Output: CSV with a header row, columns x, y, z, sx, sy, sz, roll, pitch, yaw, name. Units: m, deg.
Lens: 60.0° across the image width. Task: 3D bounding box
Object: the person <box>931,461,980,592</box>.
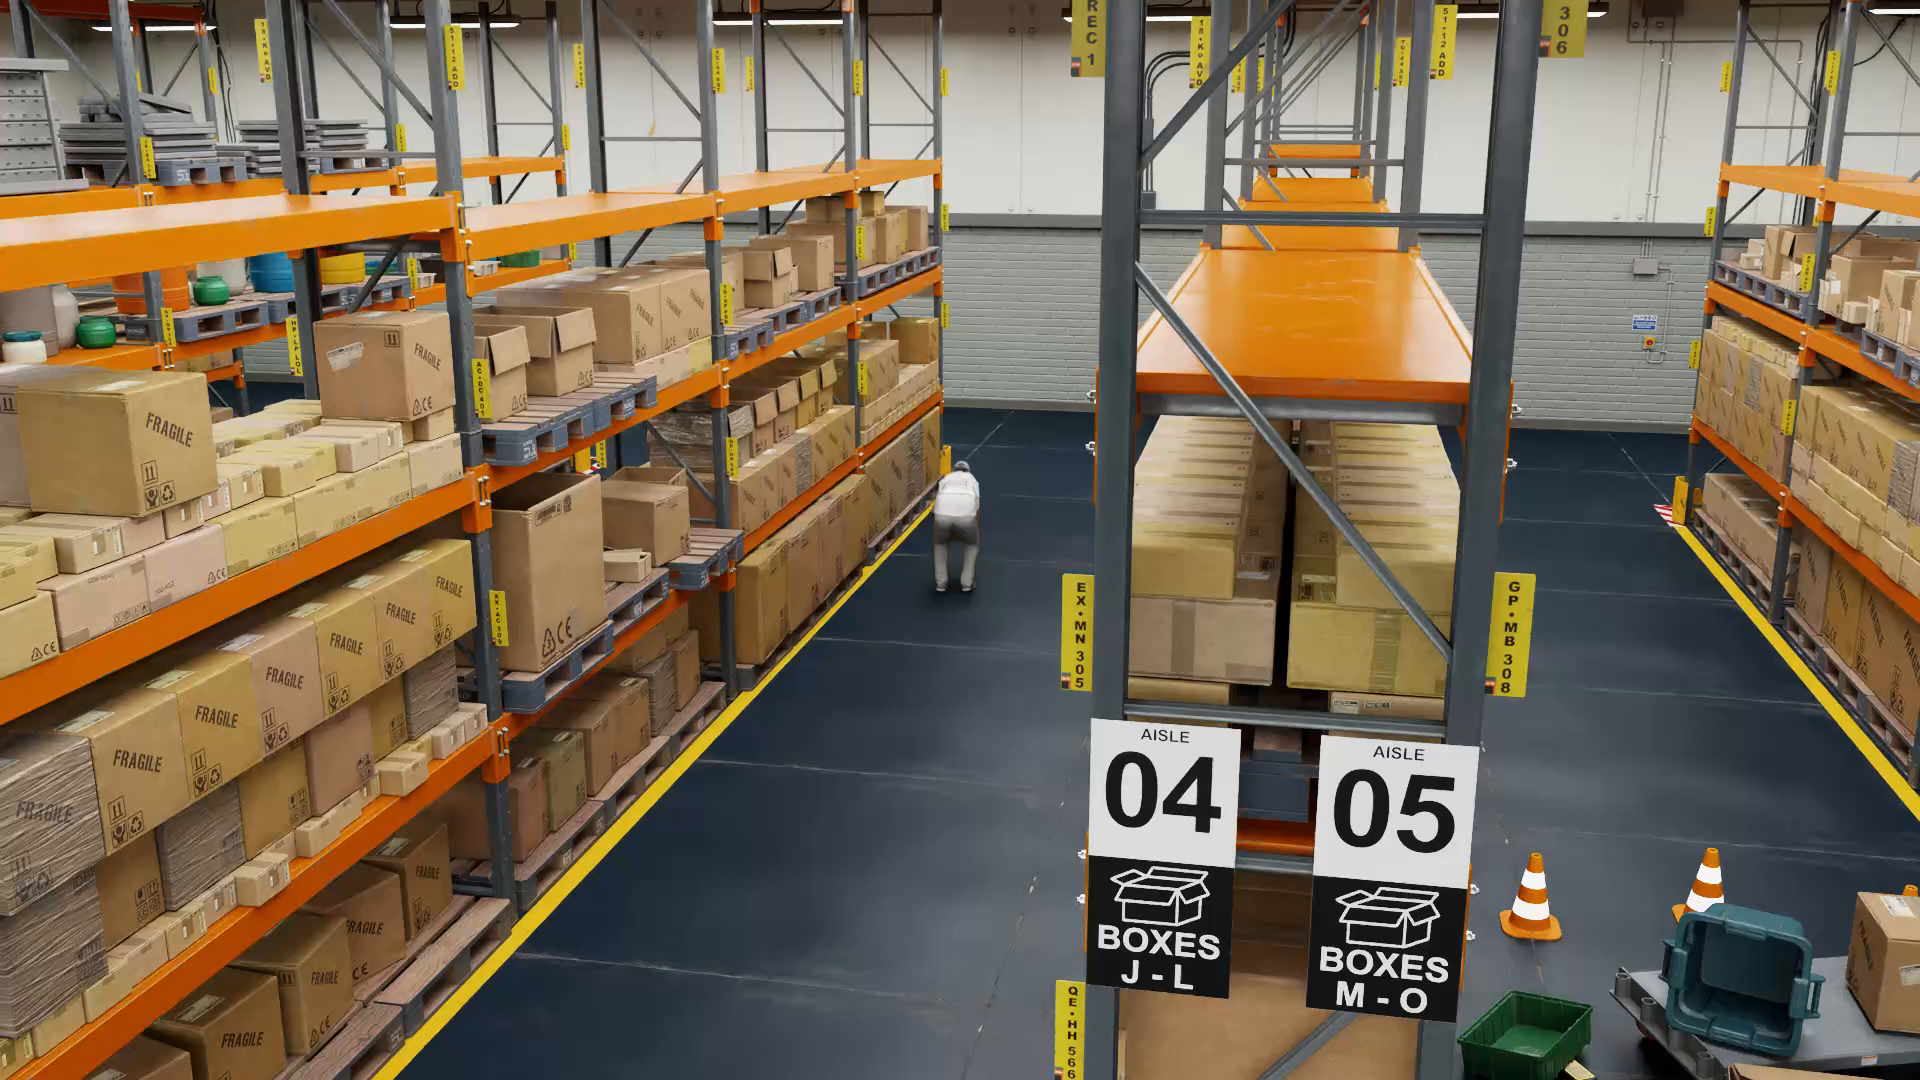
x,y,z,sx,sy,sz,roll,pitch,yaw,name
-0.023,-0.129,16.864,0.472,1.228,0.902,2,15,7,person
